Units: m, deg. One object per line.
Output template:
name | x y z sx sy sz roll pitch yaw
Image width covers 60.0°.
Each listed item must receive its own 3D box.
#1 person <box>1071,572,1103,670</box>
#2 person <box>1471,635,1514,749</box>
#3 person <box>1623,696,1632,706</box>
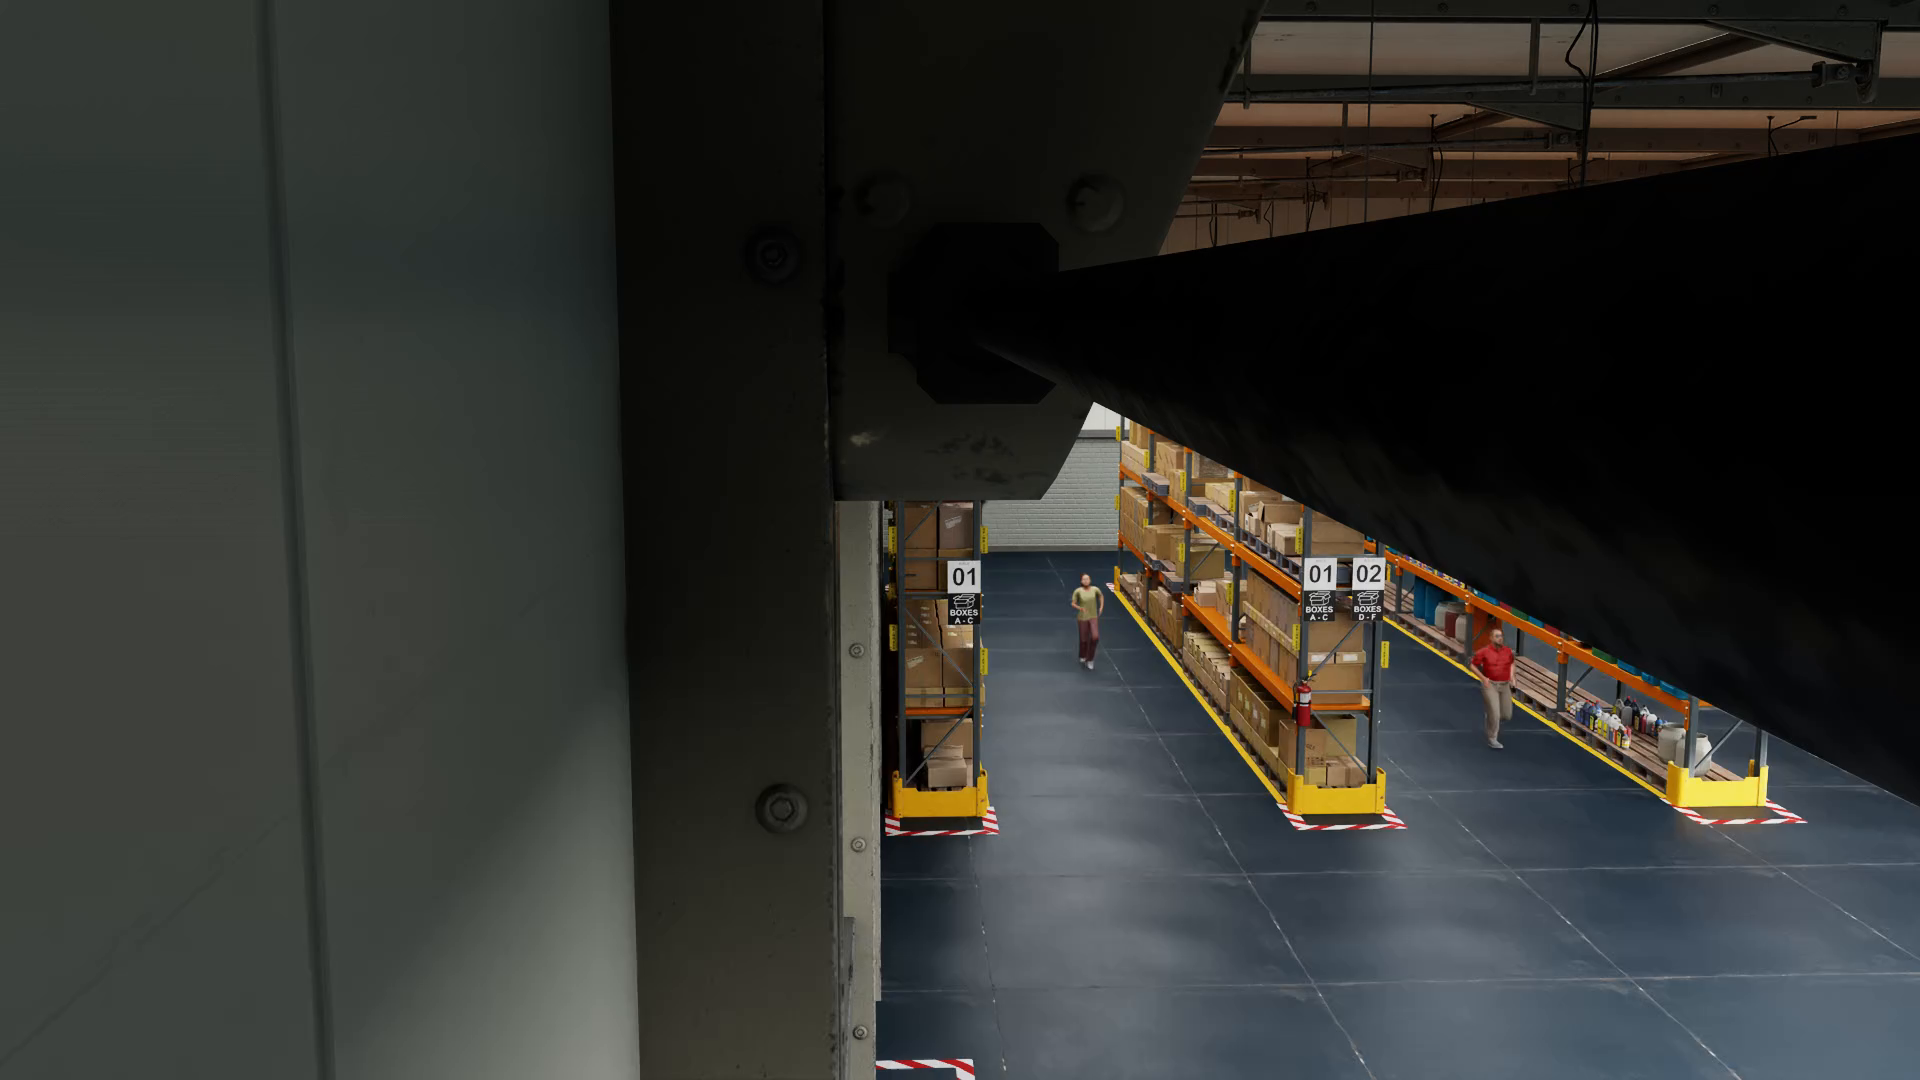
person | 2.209 1.392 28.796 0.581 1.675 0.692 0 8 -2
person | 13.731 1.080 30.983 15.182 1.611 13.008 -1 8 -10
person | 9.662 0.267 30.495 21.680 3.371 15.623 0 8 -2
